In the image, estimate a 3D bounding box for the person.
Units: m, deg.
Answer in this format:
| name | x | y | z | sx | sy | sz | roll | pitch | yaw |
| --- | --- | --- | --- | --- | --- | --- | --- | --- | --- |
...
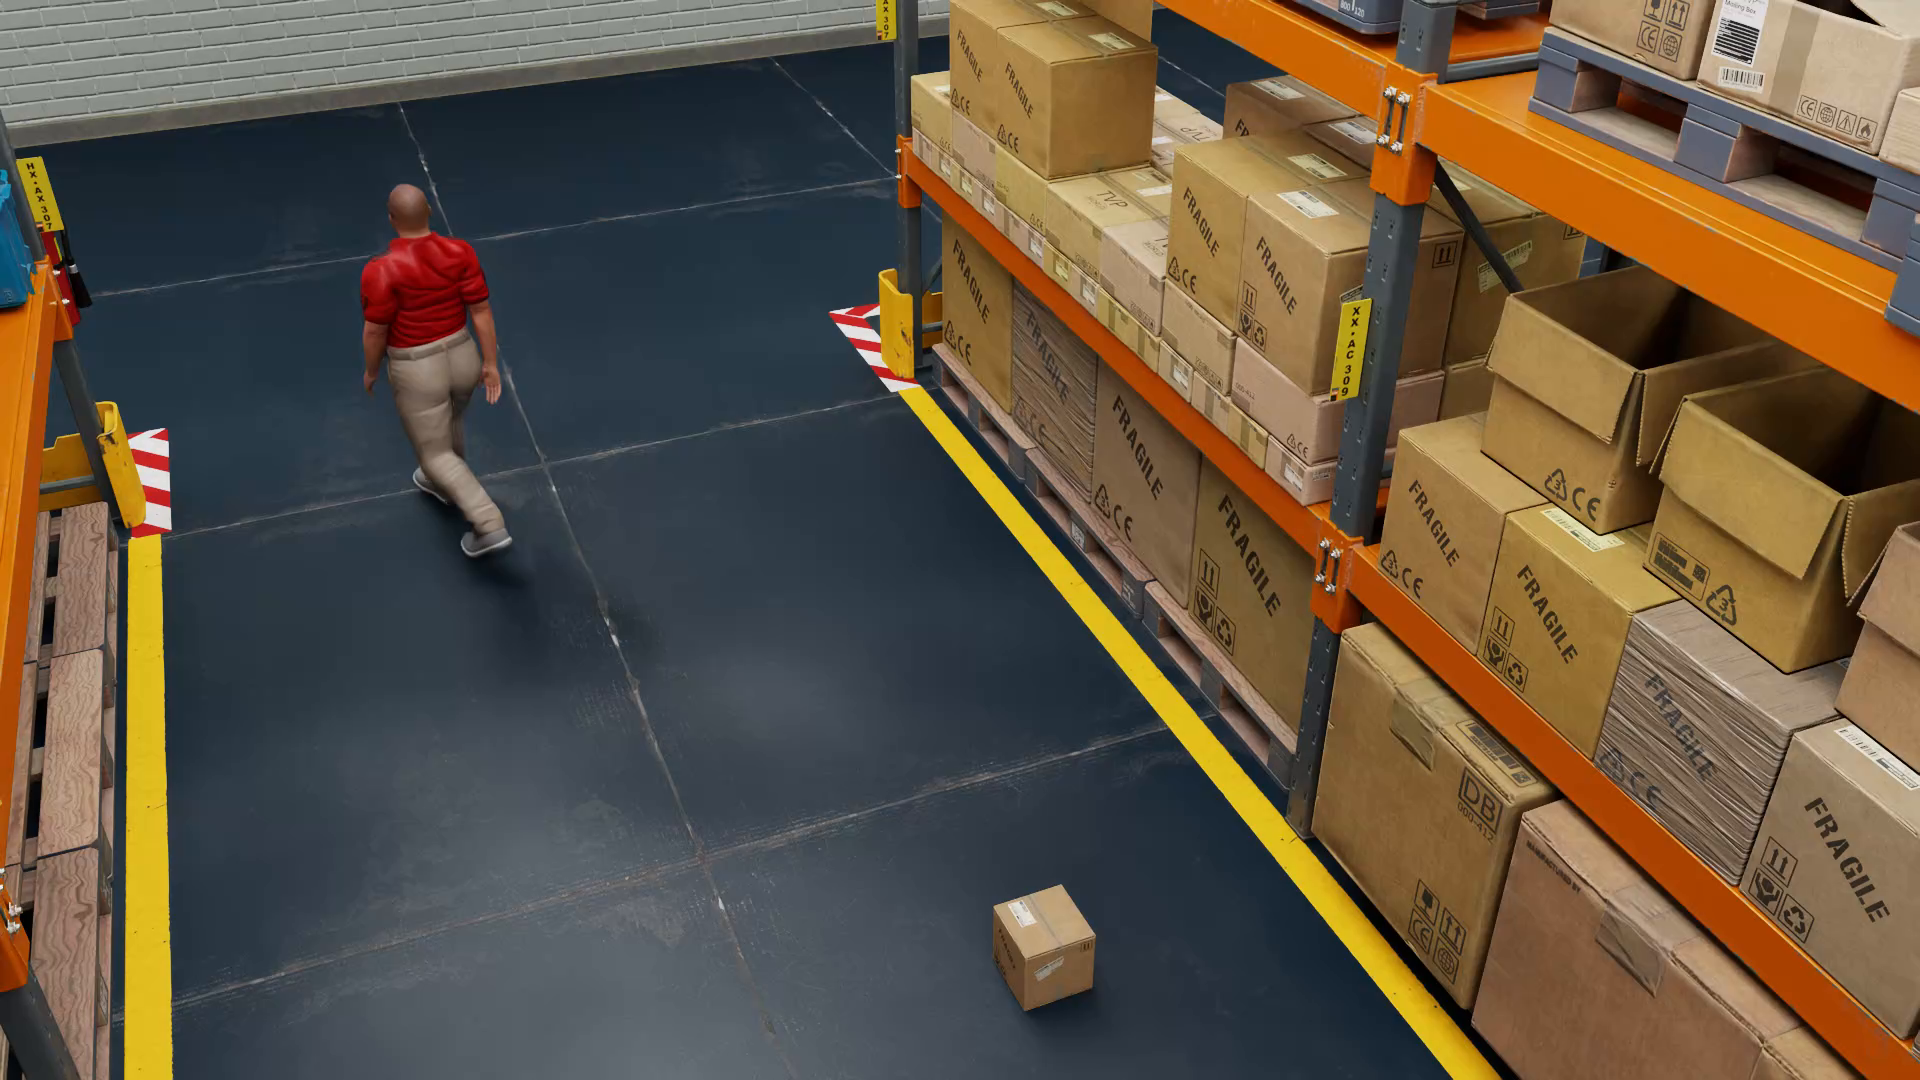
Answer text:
| name | x | y | z | sx | sy | sz | roll | pitch | yaw |
| --- | --- | --- | --- | --- | --- | --- | --- | --- | --- |
| person | -2.322 | -0.764 | 7.316 | 1.015 | 1.677 | 0.532 | 26 | 41 | 34 |
